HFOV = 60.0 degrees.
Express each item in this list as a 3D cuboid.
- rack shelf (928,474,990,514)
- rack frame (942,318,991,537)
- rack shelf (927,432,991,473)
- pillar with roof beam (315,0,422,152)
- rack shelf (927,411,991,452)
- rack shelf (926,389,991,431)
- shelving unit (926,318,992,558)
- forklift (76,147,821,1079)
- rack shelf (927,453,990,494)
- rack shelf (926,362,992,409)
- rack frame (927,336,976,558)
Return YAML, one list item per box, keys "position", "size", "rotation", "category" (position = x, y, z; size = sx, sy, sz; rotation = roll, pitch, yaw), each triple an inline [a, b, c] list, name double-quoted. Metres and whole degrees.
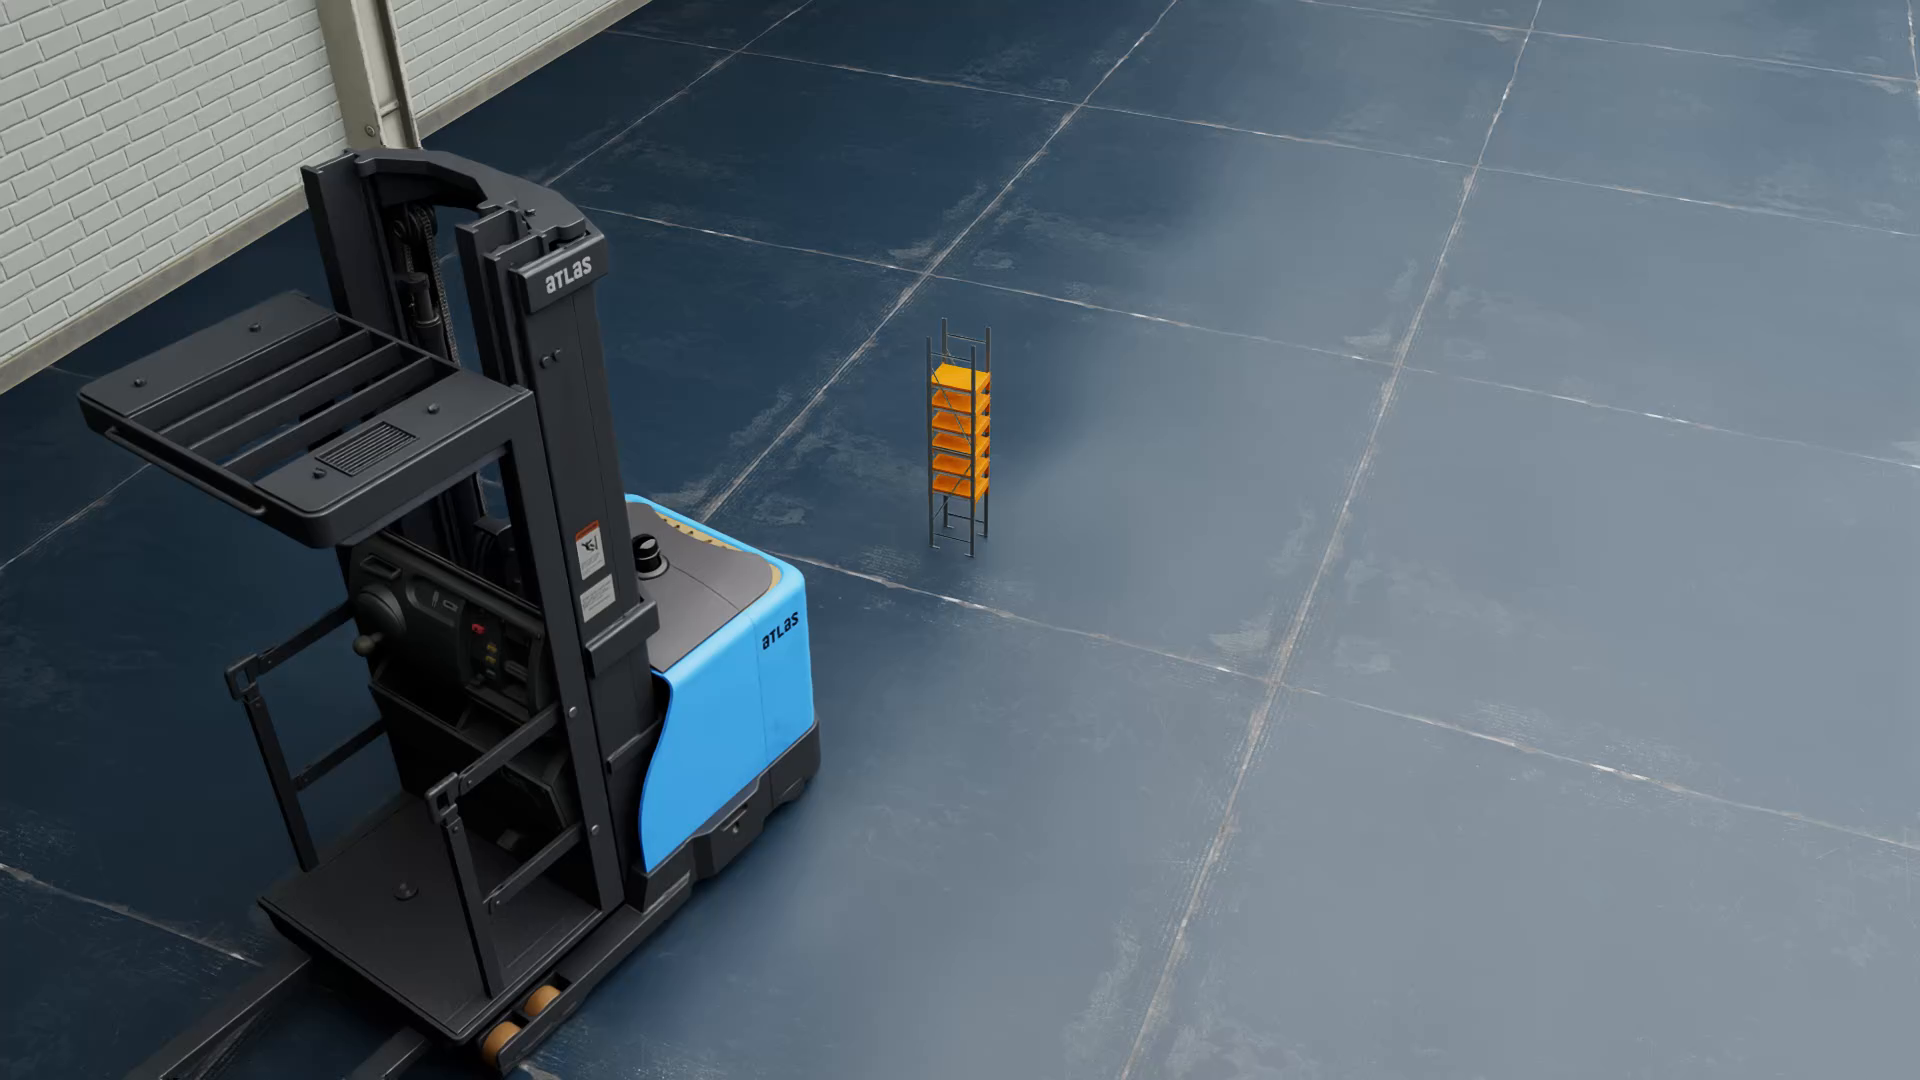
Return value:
- position: [-0.006, -0.245, 8.152]
  size: [0.258, 0.103, 0.180]
  rotation: [14, 39, 18]
  category: "rack shelf"
- position: [0.029, -0.523, 8.049]
  size: [0.240, 1.200, 0.006]
  rotation: [14, 39, 18]
  category: "rack frame"
- position: [-0.005, -0.437, 8.008]
  size: [0.258, 0.103, 0.180]
  rotation: [14, 39, 18]
  category: "rack shelf"
- position: [-0.093, -5.276, 7.894]
  size: [9.100, 9.000, 0.400]
  rotation: [14, 39, 18]
  category: "pillar with roof beam"
- position: [-0.005, -0.533, 7.936]
  size: [0.258, 0.103, 0.180]
  rotation: [14, 39, 18]
  category: "rack shelf"
- position: [-0.005, -0.629, 7.865]
  size: [0.258, 0.103, 0.180]
  rotation: [14, 39, 18]
  category: "rack shelf"
- position: [-0.005, -0.473, 7.982]
  size: [0.258, 1.200, 0.189]
  rotation: [14, 39, 18]
  category: "shelving unit"
- position: [-1.841, 0.360, 5.421]
  size: [1.130, 2.935, 3.031]
  rotation: [23, 42, 27]
  category: "forklift"
- position: [-0.006, -0.341, 8.080]
  size: [0.258, 0.103, 0.180]
  rotation: [14, 39, 18]
  category: "rack shelf"
- position: [-0.005, -0.725, 7.793]
  size: [0.258, 0.103, 0.180]
  rotation: [14, 39, 18]
  category: "rack shelf"
- position: [-0.040, -0.422, 7.914]
  size: [0.240, 1.200, 0.006]
  rotation: [14, 39, 18]
  category: "rack frame"
